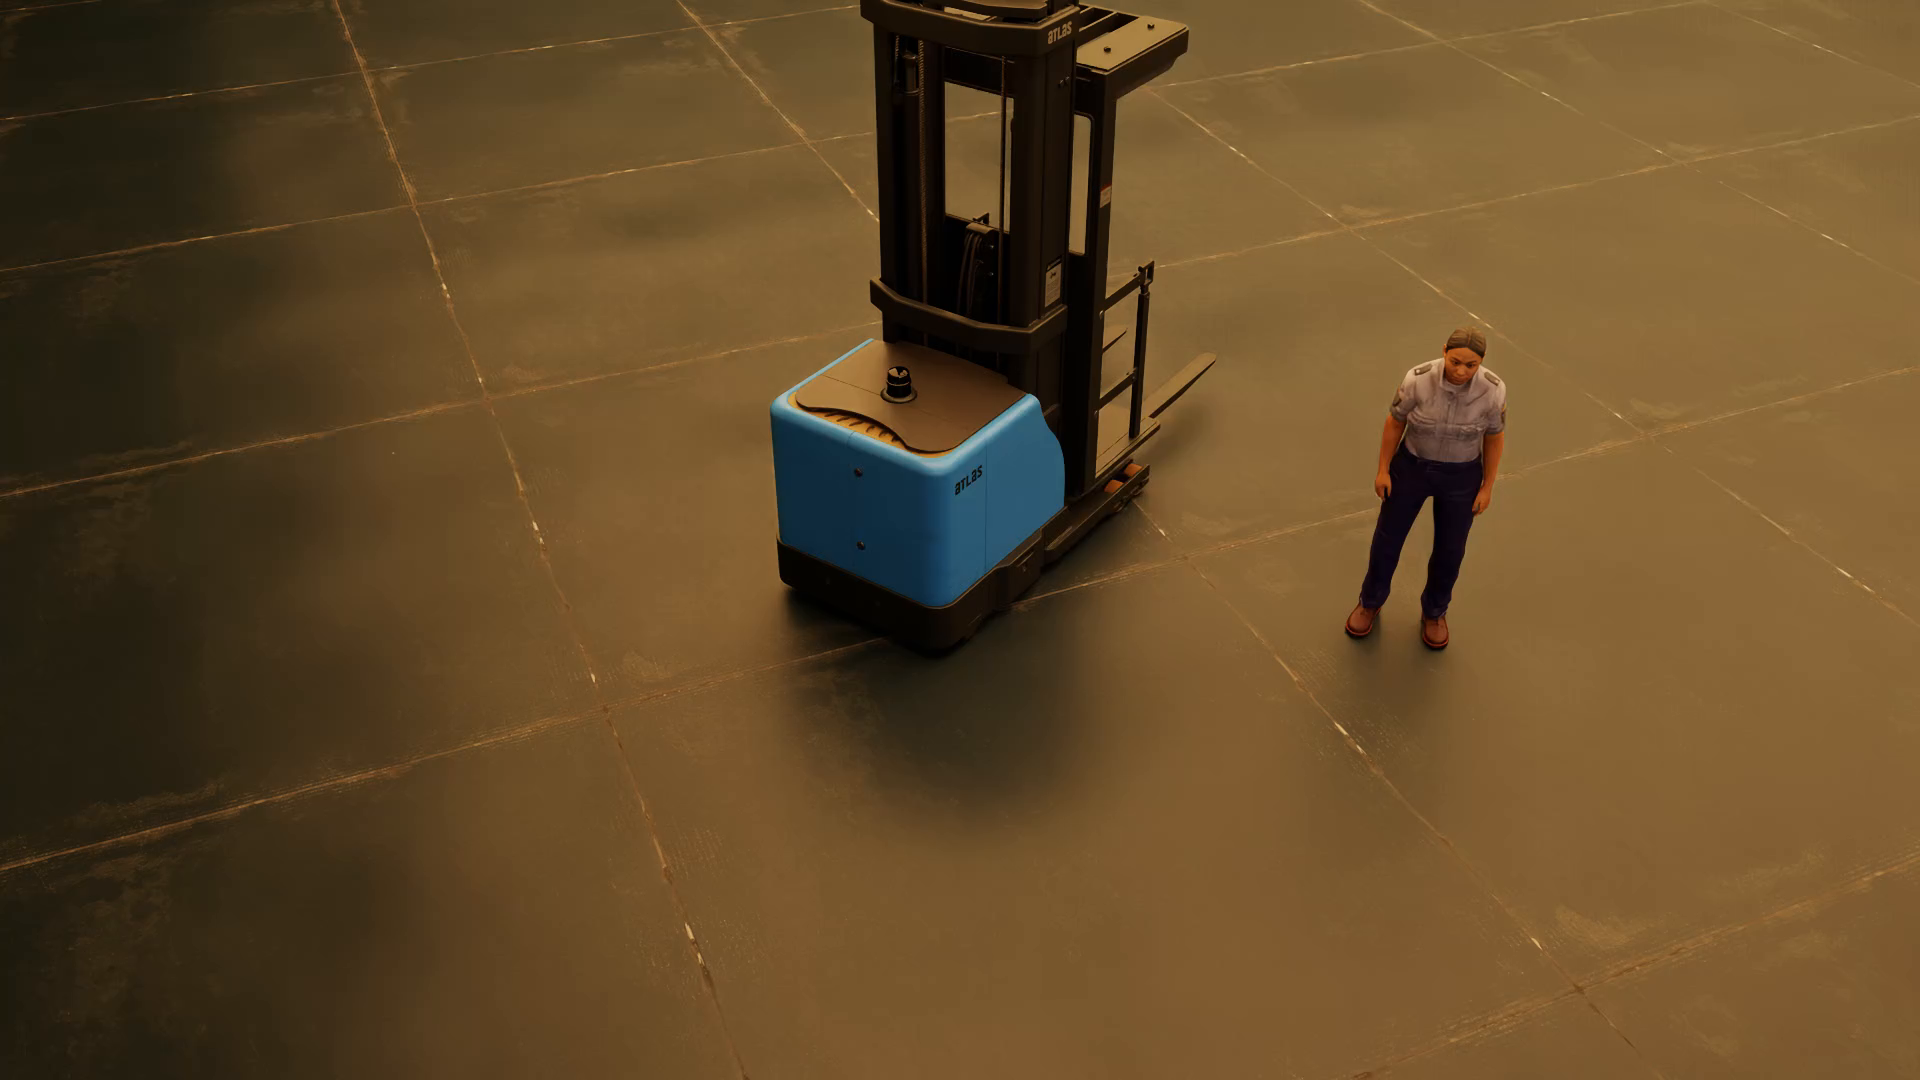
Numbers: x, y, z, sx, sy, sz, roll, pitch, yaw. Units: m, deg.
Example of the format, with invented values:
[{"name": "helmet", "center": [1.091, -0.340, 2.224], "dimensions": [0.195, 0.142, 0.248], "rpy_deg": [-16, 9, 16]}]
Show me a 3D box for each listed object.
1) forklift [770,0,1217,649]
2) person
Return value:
[{"name": "forklift", "center": [0.364, -1.492, 8.197], "dimensions": [1.130, 2.935, 3.031], "rpy_deg": [22, 41, 28]}, {"name": "person", "center": [2.154, -0.270, 7.584], "dimensions": [0.545, 1.652, 0.375], "rpy_deg": [10, 37, 13]}]
